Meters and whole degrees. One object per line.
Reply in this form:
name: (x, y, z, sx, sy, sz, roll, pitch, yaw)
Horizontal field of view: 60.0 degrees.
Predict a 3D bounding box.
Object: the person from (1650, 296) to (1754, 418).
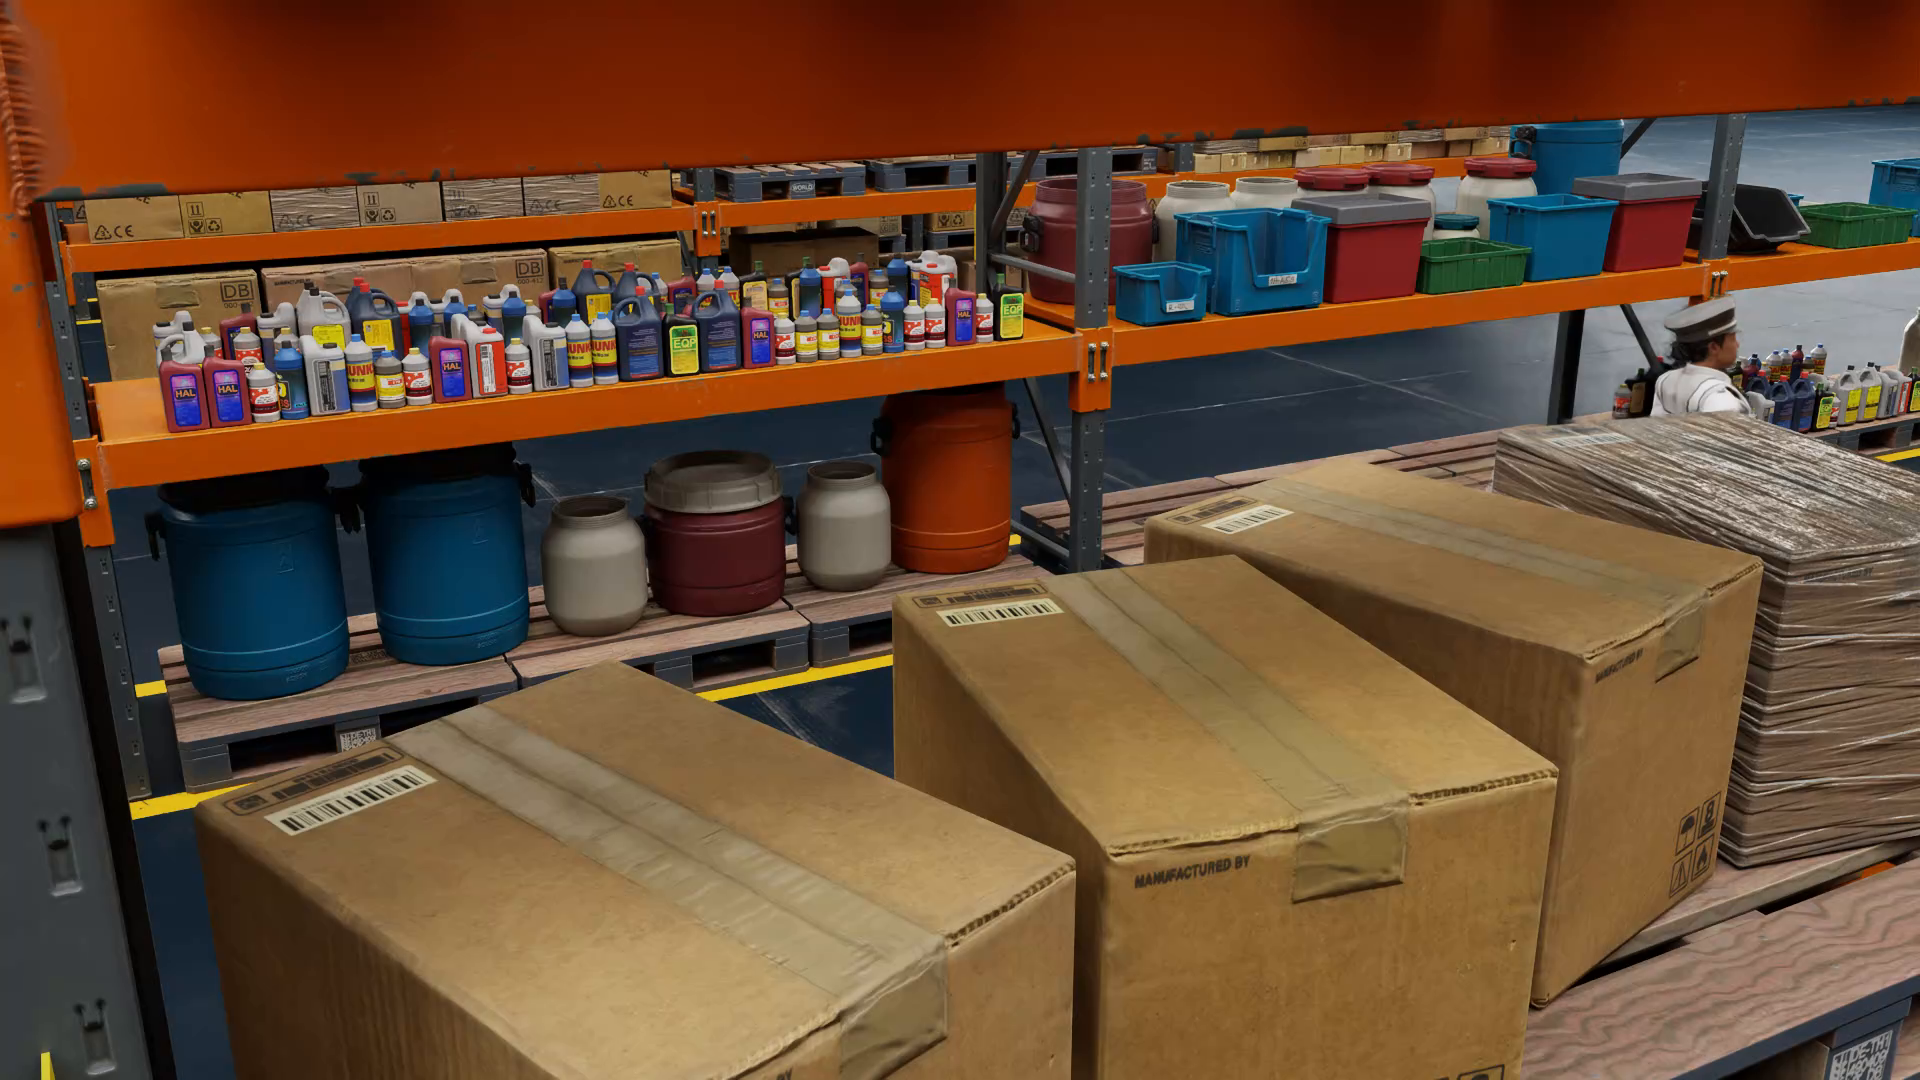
person: (2.857, -0.118, 6.360, 1.012, 1.632, 0.521, 0, 19, 0)
